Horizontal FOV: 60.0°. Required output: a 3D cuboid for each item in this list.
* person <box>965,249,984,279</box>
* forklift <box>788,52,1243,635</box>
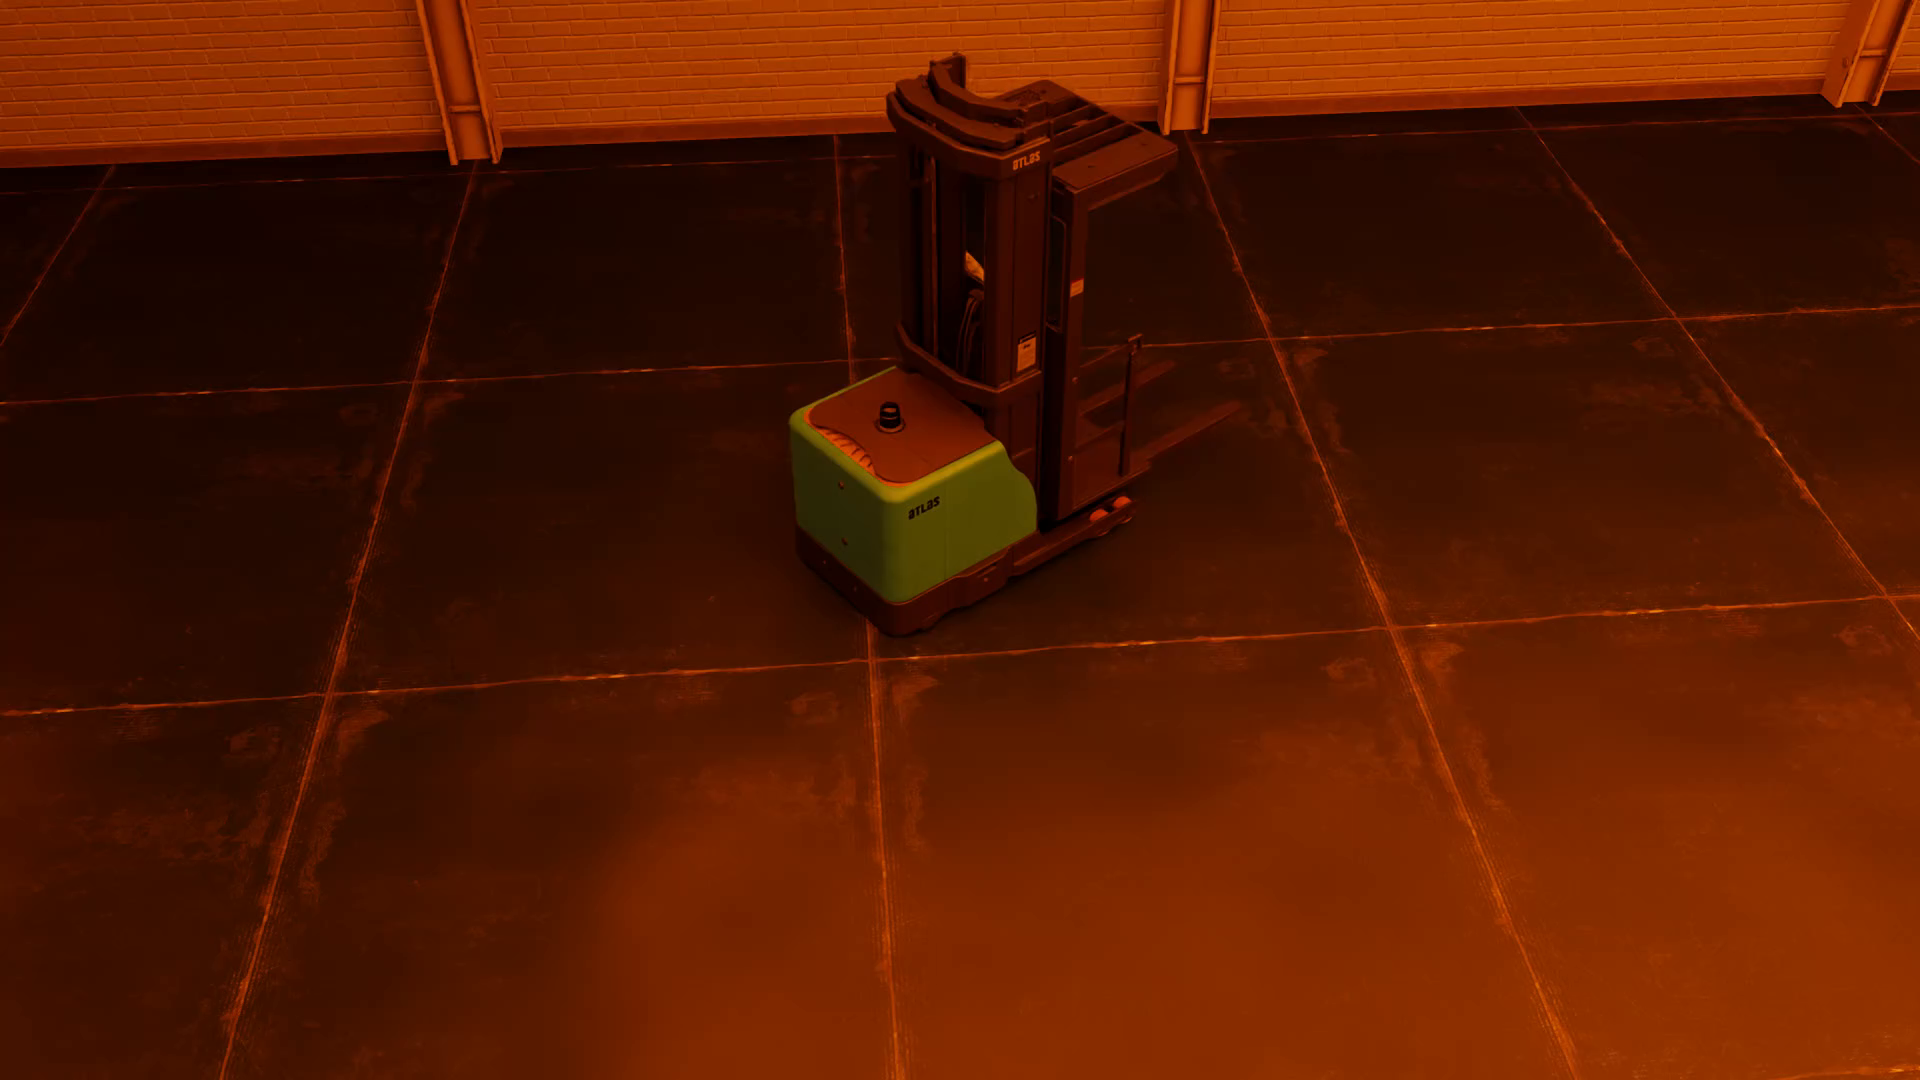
[{"bbox_3d":[-0.073,-1.854,11.000,0.545,1.673,0.549,-3,41,-3],"label":"person"},{"bbox_3d":[0.474,-1.376,9.547,3.031,2.935,1.130,-28,48,-29],"label":"forklift"}]
